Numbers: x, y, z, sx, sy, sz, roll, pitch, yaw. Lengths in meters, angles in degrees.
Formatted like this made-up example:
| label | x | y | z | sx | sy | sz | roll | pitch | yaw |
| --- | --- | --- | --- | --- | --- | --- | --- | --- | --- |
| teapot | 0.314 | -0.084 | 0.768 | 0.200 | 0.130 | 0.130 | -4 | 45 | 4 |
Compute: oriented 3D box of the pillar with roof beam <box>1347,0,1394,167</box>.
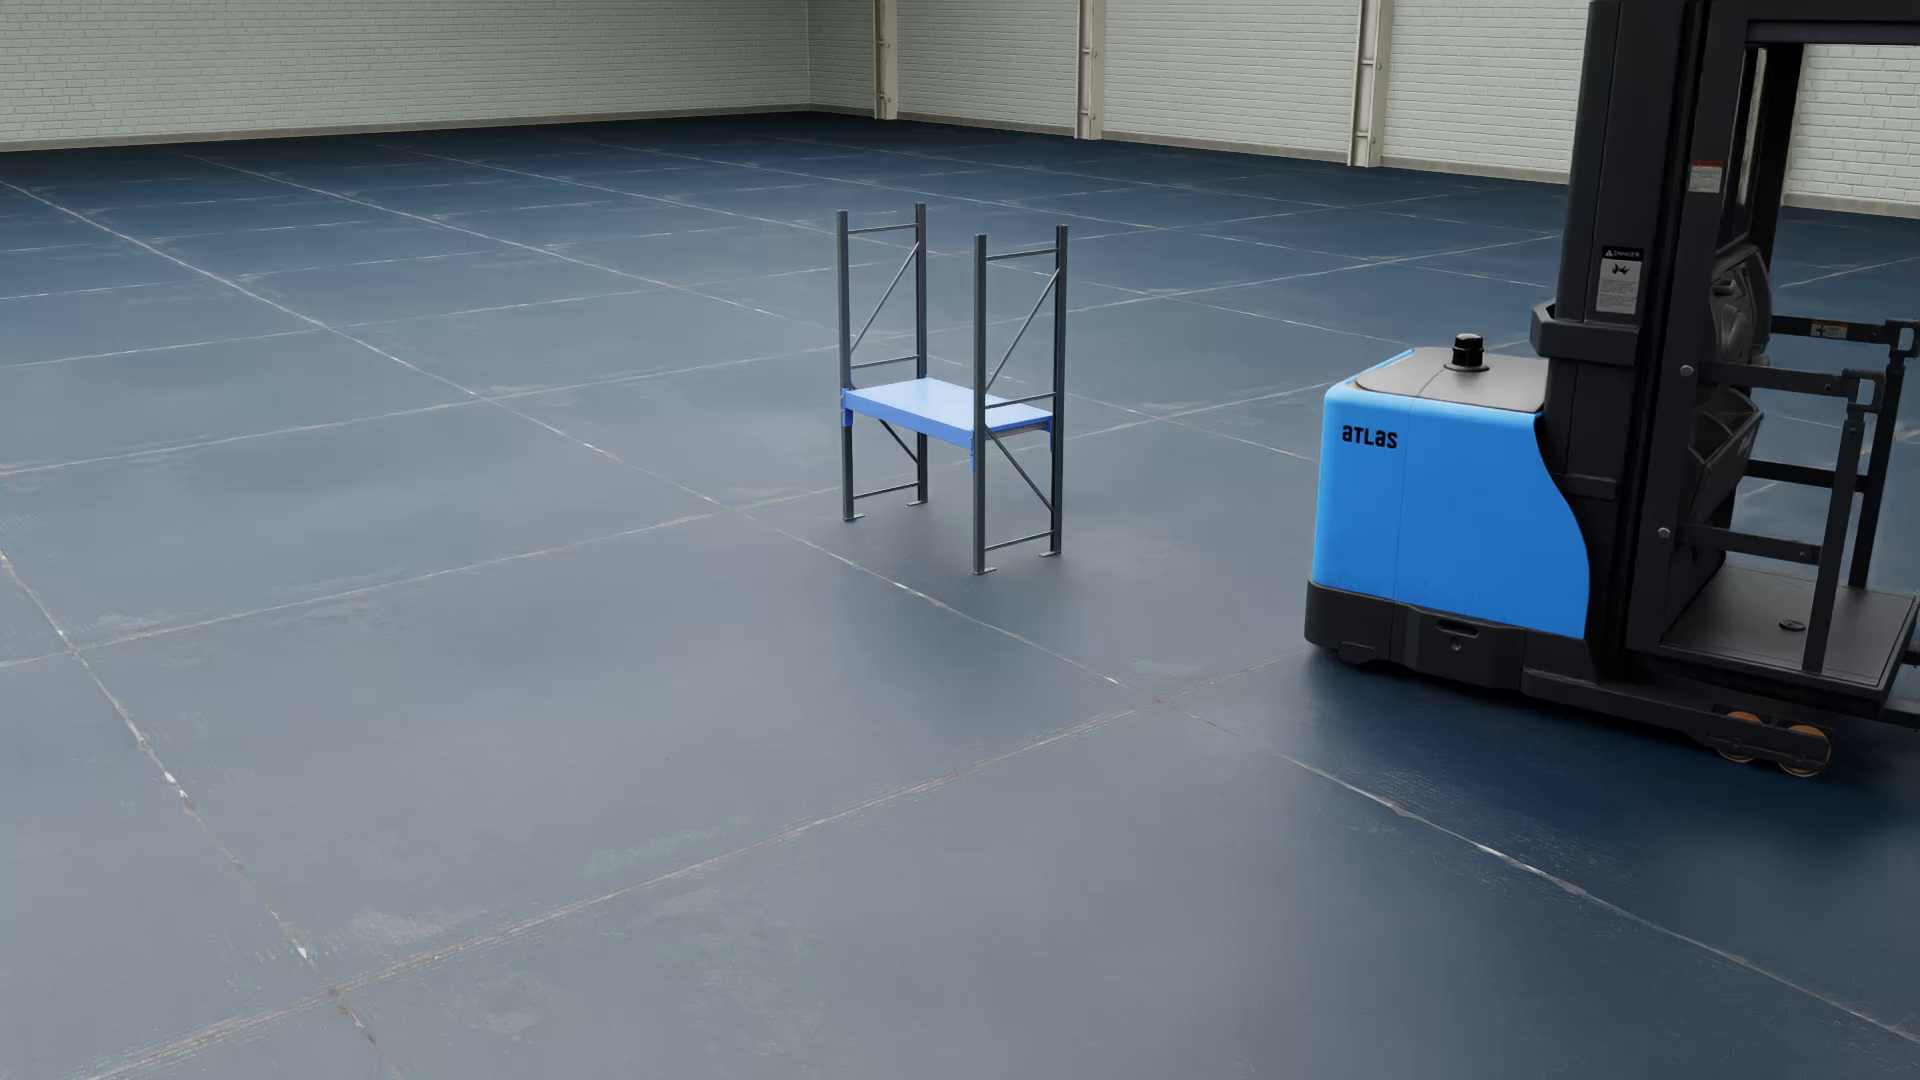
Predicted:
| label | x | y | z | sx | sy | sz | roll | pitch | yaw |
| --- | --- | --- | --- | --- | --- | --- | --- | --- | --- |
| pillar with roof beam | 2.592 | -8.957 | 20.597 | 9.100 | 9.000 | 0.400 | -14 | 23 | -36 |

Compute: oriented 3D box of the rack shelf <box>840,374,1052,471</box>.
| label | x | y | z | sx | sy | sz | roll | pitch | yaw |
| --- | --- | --- | --- | --- | --- | --- | --- | --- | --- |
| rack shelf | -0.053 | -0.562 | 7.747 | 0.538 | 0.185 | 1.000 | -14 | 23 | -36 |

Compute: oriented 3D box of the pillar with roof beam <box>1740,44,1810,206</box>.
| label | x | y | z | sx | sy | sz | roll | pitch | yaw |
| --- | --- | --- | --- | --- | --- | --- | --- | --- | --- |
| pillar with roof beam | 6.318 | -7.478 | 16.132 | 9.100 | 9.000 | 0.400 | -14 | 23 | -36 |

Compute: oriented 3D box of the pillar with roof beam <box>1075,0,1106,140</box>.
| label | x | y | z | sx | sy | sz | roll | pitch | yaw |
| --- | --- | --- | --- | --- | --- | --- | --- | --- | --- |
| pillar with roof beam | -1.133 | -10.435 | 25.062 | 9.100 | 9.000 | 0.400 | -14 | 23 | -36 |

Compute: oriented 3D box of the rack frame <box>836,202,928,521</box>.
| label | x | y | z | sx | sy | sz | roll | pitch | yaw |
| --- | --- | --- | --- | --- | --- | --- | --- | --- | --- |
| rack frame | -0.369 | -0.858 | 8.068 | 0.500 | 1.500 | 0.032 | -14 | 23 | -36 |

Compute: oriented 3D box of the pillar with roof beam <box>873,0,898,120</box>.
| label | x | y | z | sx | sy | sz | roll | pitch | yaw |
| --- | --- | --- | --- | --- | --- | --- | --- | --- | --- |
| pillar with roof beam | -4.858 | -11.914 | 29.526 | 9.100 | 9.000 | 0.400 | -14 | 23 | -36 |

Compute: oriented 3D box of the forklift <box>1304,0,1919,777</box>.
| label | x | y | z | sx | sy | sz | roll | pitch | yaw |
| --- | --- | --- | --- | --- | --- | --- | --- | --- | --- |
| forklift | 2.844 | -0.798 | 5.609 | 3.031 | 2.935 | 1.130 | 12 | 22 | 33 |

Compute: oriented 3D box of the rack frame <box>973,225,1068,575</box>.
| label | x | y | z | sx | sy | sz | roll | pitch | yaw |
| --- | --- | --- | --- | --- | --- | --- | --- | --- | --- |
| rack frame | 0.263 | -0.608 | 7.312 | 0.500 | 1.500 | 0.032 | -14 | 23 | -36 |

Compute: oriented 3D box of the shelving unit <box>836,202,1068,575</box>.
| label | x | y | z | sx | sy | sz | roll | pitch | yaw |
| --- | --- | --- | --- | --- | --- | --- | --- | --- | --- |
| shelving unit | -0.053 | -0.733 | 7.690 | 0.538 | 1.500 | 1.048 | -14 | 23 | -36 |
